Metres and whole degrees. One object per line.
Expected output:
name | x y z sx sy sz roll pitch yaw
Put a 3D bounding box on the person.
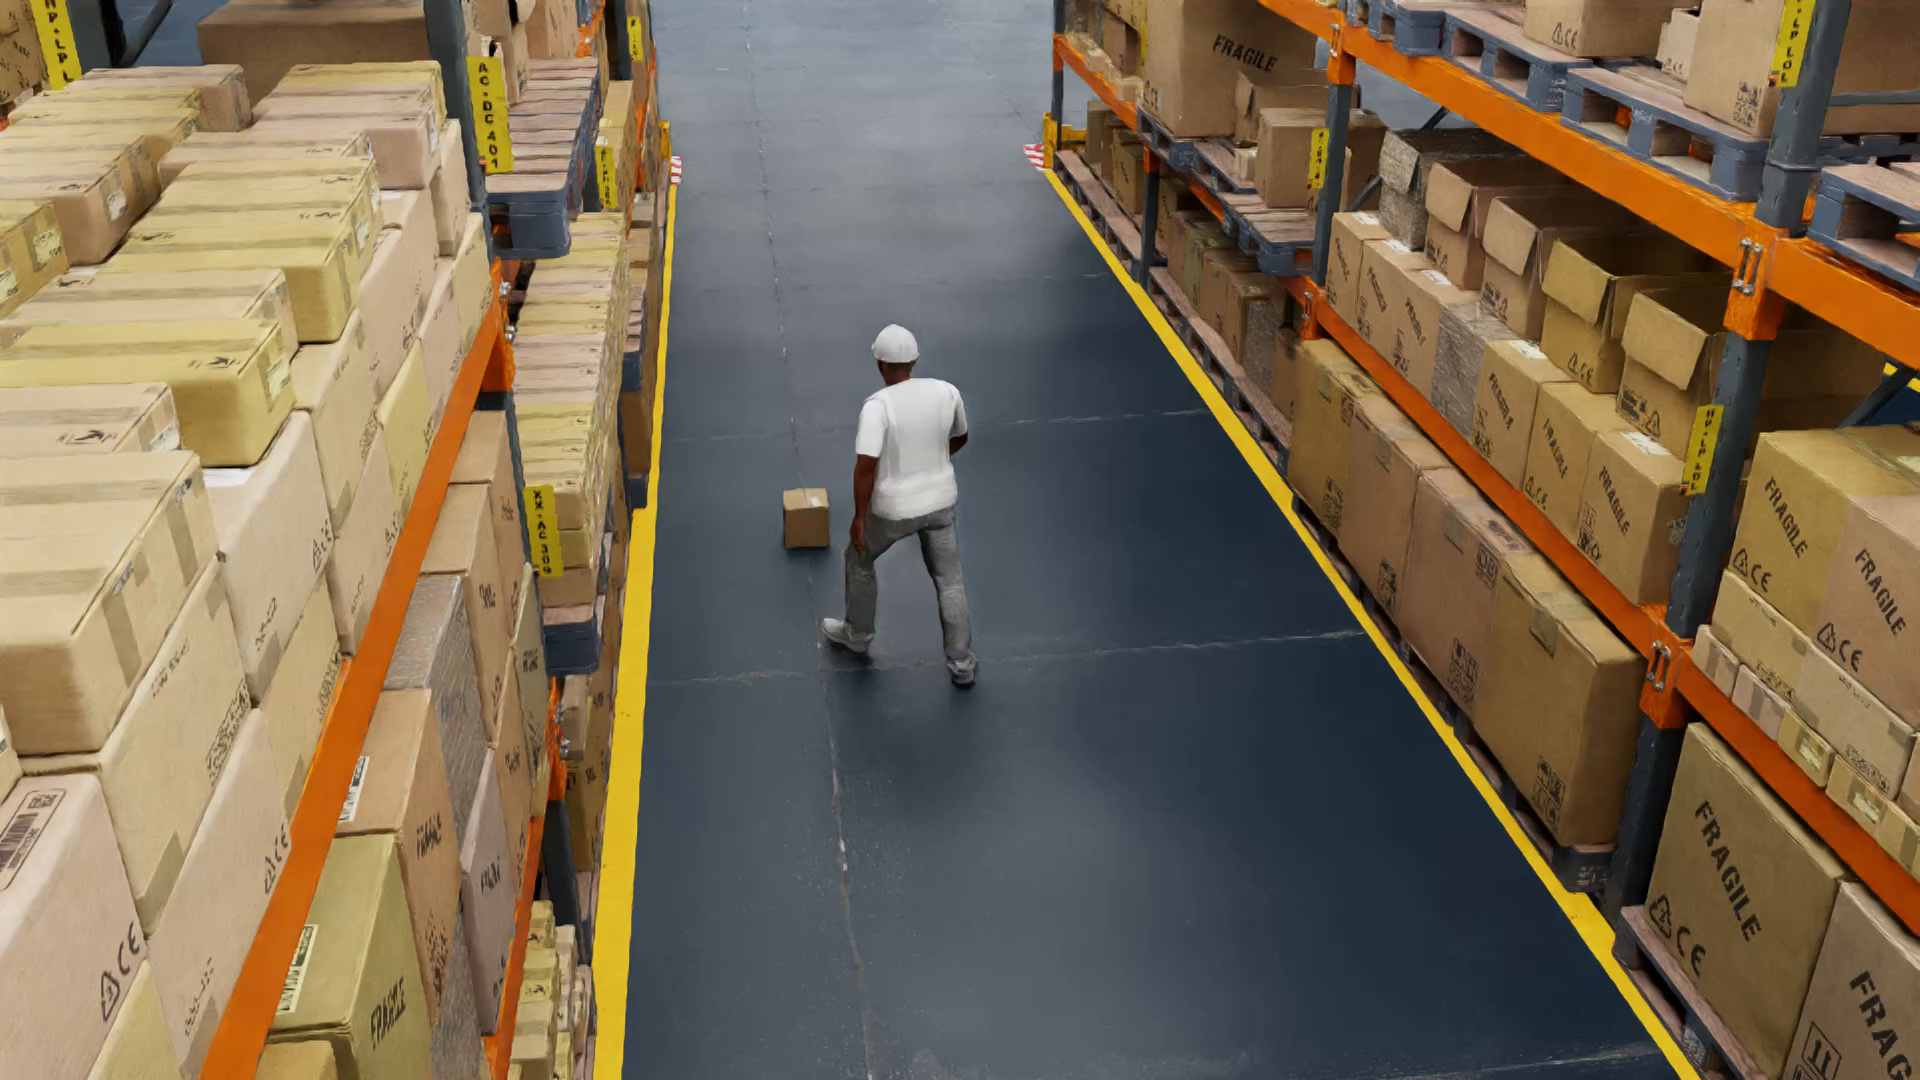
person | -0.247 -0.183 7.980 0.697 1.706 0.789 -12 30 -23
